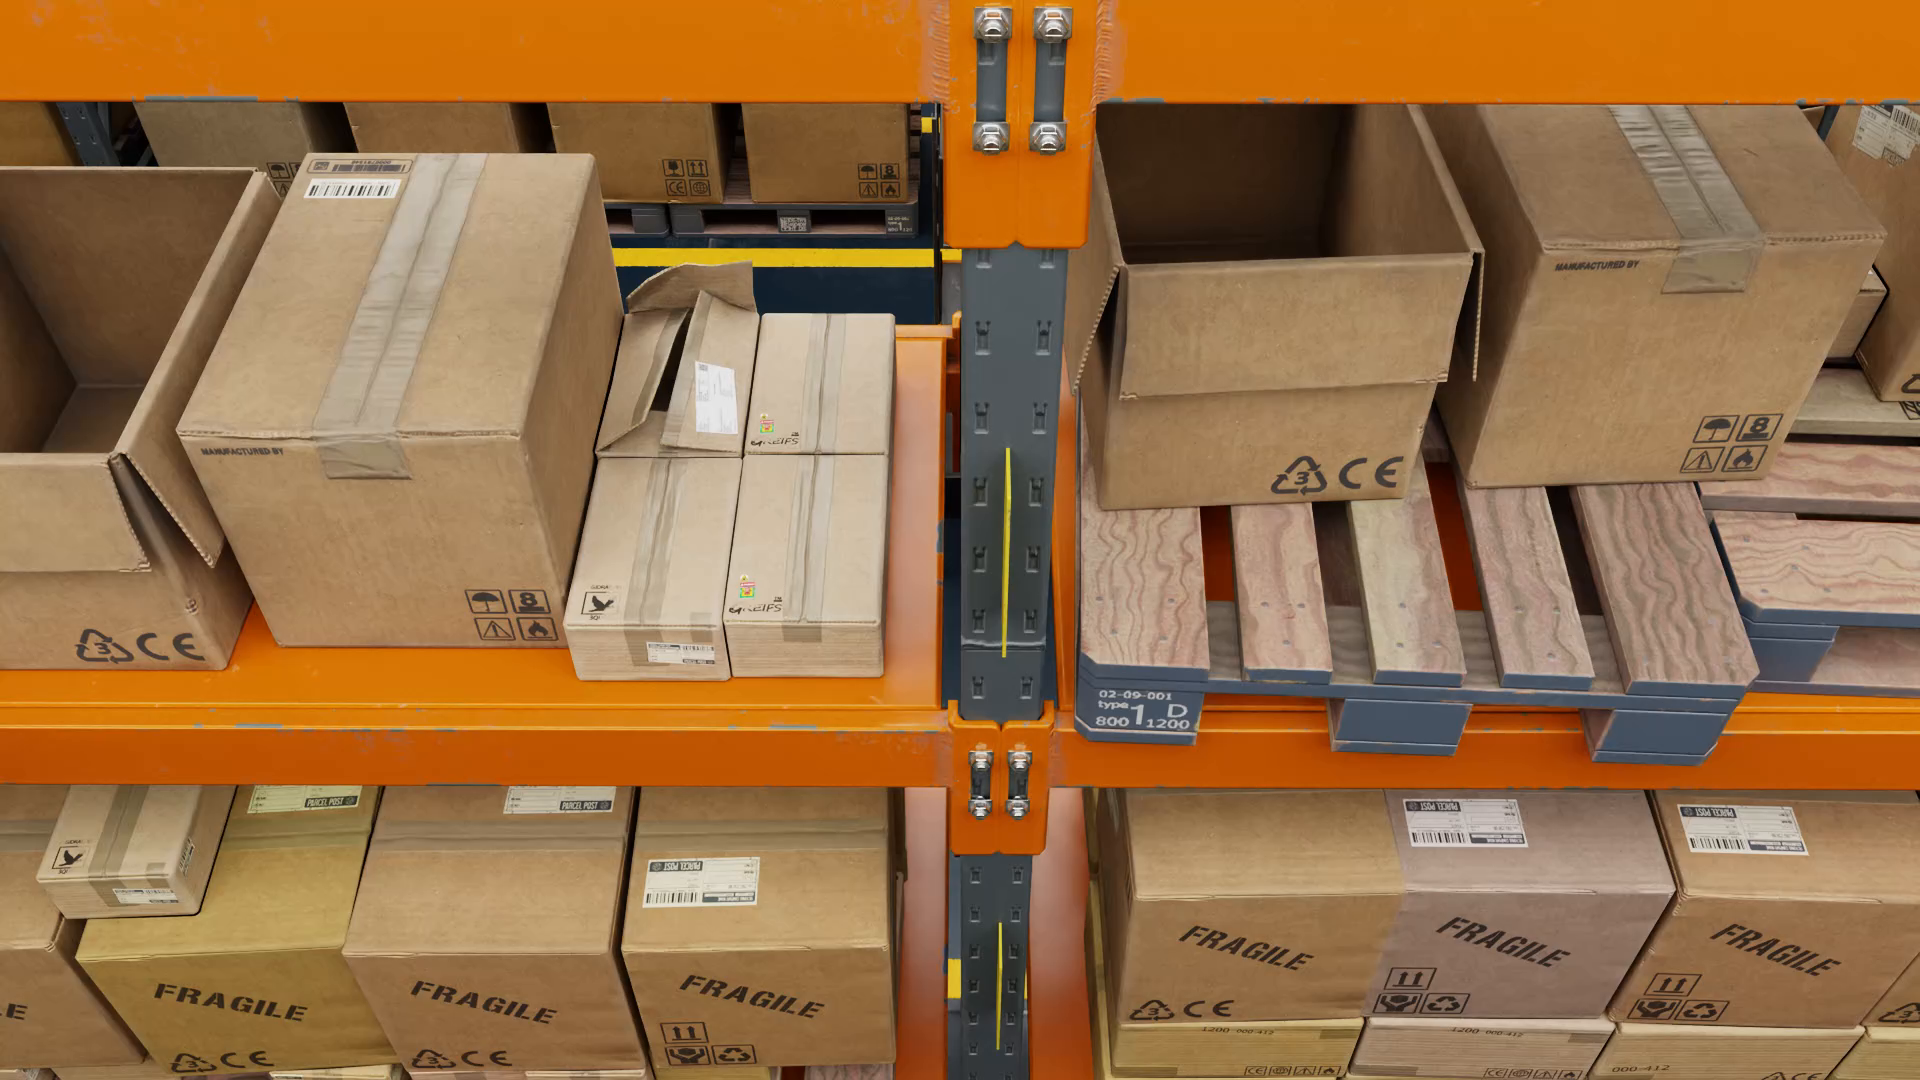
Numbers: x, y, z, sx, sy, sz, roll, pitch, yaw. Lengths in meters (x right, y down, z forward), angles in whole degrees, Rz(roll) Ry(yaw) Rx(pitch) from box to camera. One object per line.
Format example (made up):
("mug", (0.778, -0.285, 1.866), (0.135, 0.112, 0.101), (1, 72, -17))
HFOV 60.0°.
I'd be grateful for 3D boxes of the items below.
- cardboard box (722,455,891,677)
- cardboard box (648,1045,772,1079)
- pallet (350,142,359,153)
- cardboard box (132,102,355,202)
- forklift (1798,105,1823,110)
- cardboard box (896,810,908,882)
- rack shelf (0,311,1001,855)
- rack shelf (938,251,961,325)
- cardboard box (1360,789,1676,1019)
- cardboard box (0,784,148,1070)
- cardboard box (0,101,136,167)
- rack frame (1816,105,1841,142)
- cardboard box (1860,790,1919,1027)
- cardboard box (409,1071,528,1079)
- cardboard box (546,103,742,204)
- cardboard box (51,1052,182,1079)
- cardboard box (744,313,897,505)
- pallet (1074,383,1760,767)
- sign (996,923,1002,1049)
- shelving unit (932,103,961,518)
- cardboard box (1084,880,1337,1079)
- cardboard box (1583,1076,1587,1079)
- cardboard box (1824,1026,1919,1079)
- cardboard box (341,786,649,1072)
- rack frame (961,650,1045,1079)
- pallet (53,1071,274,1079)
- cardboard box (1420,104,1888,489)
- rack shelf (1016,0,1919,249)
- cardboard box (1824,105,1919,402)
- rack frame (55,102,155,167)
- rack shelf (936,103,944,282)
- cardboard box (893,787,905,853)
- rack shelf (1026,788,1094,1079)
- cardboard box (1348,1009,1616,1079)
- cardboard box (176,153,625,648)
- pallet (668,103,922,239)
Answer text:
("cardboard box", (-0.249, 0.038, 2.787), (0.250, 0.149, 0.380), (0, 47, 0))
("cardboard box", (-0.530, 0.988, 3.666), (0.250, 0.149, 0.380), (1, 47, 1))
("pallet", (-3.244, -1.915, 8.389), (1.213, 0.211, 1.003), (0, 47, 0))
("cardboard box", (-3.395, -2.253, 8.048), (0.750, 0.750, 1.050), (0, 47, 0))
("forklift", (2.646, -1.061, 5.735), (3.031, 2.935, 1.130), (-1, 47, -1))
("cardboard box", (-0.257, 0.628, 4.001), (0.250, 0.149, 0.380), (-2, 47, -2))
("rack shelf", (-1.933, 0.040, 3.106), (4.000, 0.370, 1.077), (0, 47, 0))
("rack shelf", (0.166, -0.706, 5.991), (0.480, 0.518, 0.431), (0, 47, 0))
("cardboard box", (1.055, 0.622, 3.371), (0.500, 0.500, 0.500), (0, 47, 0))
("cardboard box", (-1.956, 0.750, 3.445), (0.500, 0.500, 0.500), (-2, 47, -1))
("cardboard box", (-4.644, -2.285, 7.992), (0.875, 0.875, 0.875), (1, 47, 1))
("rack frame", (3.984, -2.791, 7.298), (0.127, 3.000, 1.000), (0, 47, 0))
("cardboard box", (2.077, 0.639, 3.355), (0.500, 0.500, 0.500), (1, 47, 1))
("cardboard box", (-1.034, 1.014, 3.642), (0.250, 0.149, 0.380), (-2, 47, -2))
("cardboard box", (-1.499, -2.246, 8.041), (0.750, 0.750, 1.050), (1, 47, 1))
("cardboard box", (-1.812, 0.990, 3.664), (0.250, 0.149, 0.380), (-1, 47, -1))
("cardboard box", (-0.247, -0.240, 3.046), (0.250, 0.149, 0.380), (0, 47, 0))
("pallet", (0.711, -0.173, 2.941), (1.003, 0.211, 1.213), (2, 47, 2))
("sign", (0.074, 0.852, 3.171), (0.005, 0.325, 0.100), (0, 47, 0))
("shelving unit", (0.166, -0.715, 5.981), (0.503, 2.100, 0.431), (0, 47, 0))
("cardboard box", (0.555, 1.059, 3.818), (0.500, 0.250, 0.500), (-1, 47, -1))
("cardboard box", (1.594, 1.053, 3.823), (0.500, 0.250, 0.500), (2, 47, 1))
("cardboard box", (2.095, 0.909, 3.616), (0.500, 0.250, 0.500), (1, 47, 1))
("cardboard box", (-0.906, 0.752, 3.442), (0.500, 0.500, 0.500), (-1, 47, 0))
("rack frame", (0.067, 0.822, 3.936), (0.127, 3.000, 1.000), (0, 47, 0))
("pallet", (-1.913, 0.912, 3.983), (1.213, 0.211, 1.003), (0, 47, 0))
("cardboard box", (1.058, -0.513, 2.774), (0.500, 0.500, 0.700), (-2, 47, -2))
("rack shelf", (2.067, -0.835, 2.144), (4.000, 0.370, 1.077), (0, 47, 0))
("cardboard box", (1.830, -0.585, 2.840), (0.500, 0.500, 0.500), (1, 47, 1))
("rack frame", (-4.016, -2.812, 7.319), (0.127, 3.000, 1.000), (0, 47, 0))
("rack shelf", (0.166, -1.183, 5.479), (0.480, 0.518, 0.431), (0, 47, 0))
("cardboard box", (-0.382, 0.373, 3.795), (0.500, 0.500, 0.500), (-1, 47, -1))
("rack shelf", (2.067, 1.073, 4.194), (4.000, 0.370, 1.077), (0, 47, 0))
("cardboard box", (1.090, 0.887, 3.636), (0.500, 0.250, 0.500), (1, 47, 1))
("cardboard box", (-0.881, -0.244, 2.810), (0.500, 0.500, 0.700), (0, 47, 0))
("pallet", (-0.804, -1.909, 8.382), (1.213, 0.211, 1.003), (0, 47, 0))
